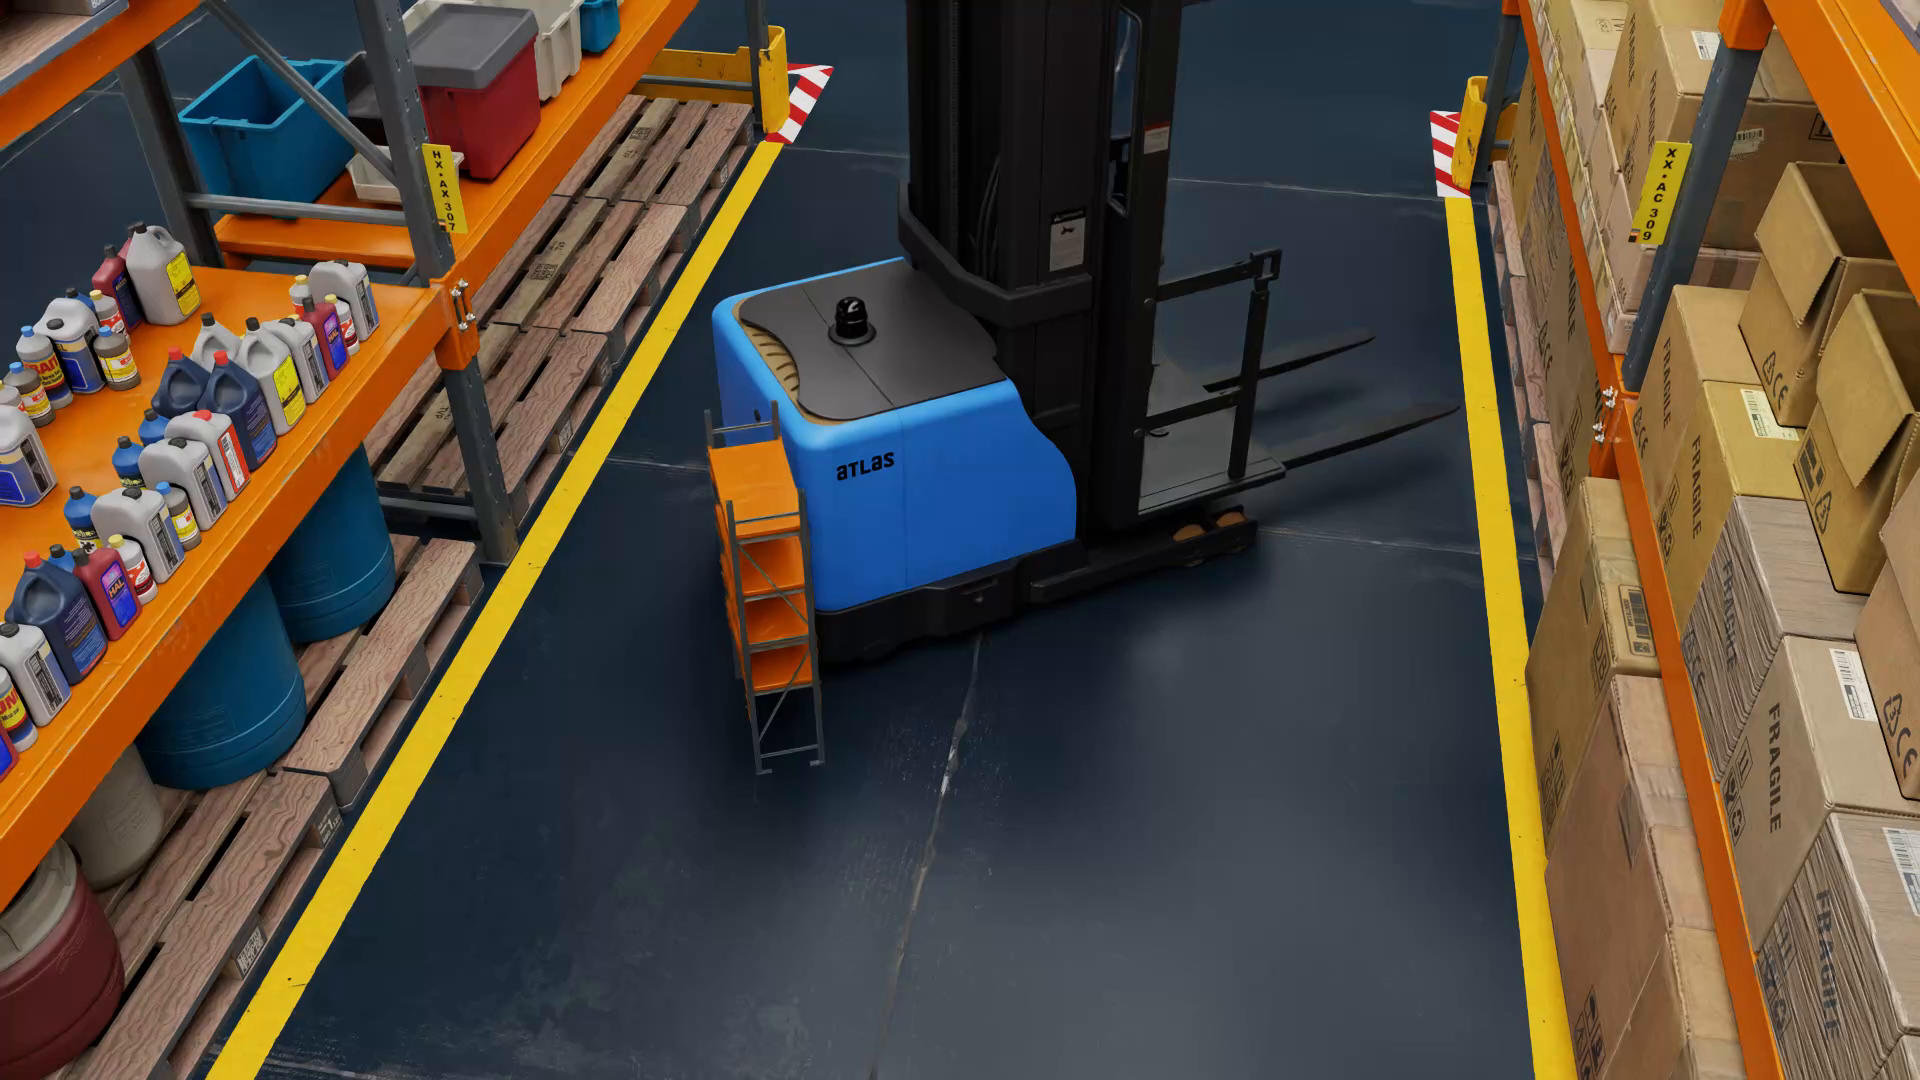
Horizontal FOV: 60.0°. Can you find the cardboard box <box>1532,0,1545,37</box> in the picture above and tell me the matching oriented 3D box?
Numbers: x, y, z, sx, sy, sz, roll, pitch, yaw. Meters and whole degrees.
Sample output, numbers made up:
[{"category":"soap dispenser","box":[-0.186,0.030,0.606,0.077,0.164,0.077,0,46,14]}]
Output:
[{"category":"cardboard box","box":[2.775,-2.333,7.415,0.380,0.149,0.250,6,40,7]}]

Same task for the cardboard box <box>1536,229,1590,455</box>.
[{"category":"cardboard box","box":[2.949,-0.905,6.828,0.875,0.875,0.875,6,40,8]}]

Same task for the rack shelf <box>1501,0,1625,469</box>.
[{"category":"rack shelf","box":[2.947,-1.569,6.859,1.077,0.370,4.000,6,40,8]}]

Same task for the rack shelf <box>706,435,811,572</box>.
[{"category":"rack shelf","box":[-0.650,-0.123,5.341,0.258,0.148,0.480,-9,40,-11]}]

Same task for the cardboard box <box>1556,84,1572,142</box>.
[{"category":"cardboard box","box":[2.598,-1.688,6.635,0.380,0.149,0.250,7,40,8]}]

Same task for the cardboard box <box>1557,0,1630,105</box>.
[{"category":"cardboard box","box":[2.685,-1.917,6.599,0.500,0.250,0.500,6,40,7]}]

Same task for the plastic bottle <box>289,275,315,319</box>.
[{"category":"plastic bottle","box":[-2.154,-0.780,5.495,0.097,0.201,0.097,0,40,0]}]

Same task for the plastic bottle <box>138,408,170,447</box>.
[{"category":"plastic bottle","box":[-2.304,-0.261,4.813,0.097,0.271,0.097,0,40,0]}]

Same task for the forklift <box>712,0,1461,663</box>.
[{"category":"forklift","box":[0.627,-1.313,6.037,3.031,2.935,1.130,-17,42,-19]}]

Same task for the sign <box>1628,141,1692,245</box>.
[{"category":"sign","box":[2.054,-1.016,4.883,0.100,0.325,0.005,6,40,8]}]

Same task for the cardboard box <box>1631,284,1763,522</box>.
[{"category":"cardboard box","box":[2.275,-0.369,4.764,0.500,0.500,0.500,7,40,8]}]

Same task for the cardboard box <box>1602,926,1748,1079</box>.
[{"category":"cardboard box","box":[2.210,1.587,3.815,1.225,0.875,0.875,7,40,8]}]

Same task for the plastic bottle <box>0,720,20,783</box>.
[{"category":"plastic bottle","box":[-2.332,0.462,3.929,0.061,0.283,0.133,6,40,8]}]

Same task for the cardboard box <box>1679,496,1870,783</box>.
[{"category":"cardboard box","box":[2.102,0.261,4.002,0.500,0.500,0.500,6,40,7]}]

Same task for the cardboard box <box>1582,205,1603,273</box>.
[{"category":"cardboard box","box":[2.420,-1.045,5.857,0.380,0.149,0.250,6,40,7]}]

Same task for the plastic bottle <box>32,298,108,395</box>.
[{"category":"plastic bottle","box":[-2.796,-0.612,5.233,0.152,0.276,0.135,6,40,8]}]

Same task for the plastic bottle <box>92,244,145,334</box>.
[{"category":"plastic bottle","box":[-2.784,-0.826,5.486,0.061,0.283,0.133,6,40,8]}]

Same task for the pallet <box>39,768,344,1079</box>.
[{"category":"pallet","box":[-2.661,1.185,5.151,1.003,0.211,1.213,6,40,8]}]

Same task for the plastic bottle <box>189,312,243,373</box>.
[{"category":"plastic bottle","box":[-2.256,-0.521,5.065,0.144,0.351,0.185,6,40,8]}]

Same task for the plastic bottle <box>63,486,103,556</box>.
[{"category":"plastic bottle","box":[-2.367,-0.031,4.535,0.097,0.271,0.097,0,40,0]}]

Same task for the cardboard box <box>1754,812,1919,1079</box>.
[{"category":"cardboard box","box":[1.928,0.905,3.223,0.500,0.500,0.500,5,40,6]}]

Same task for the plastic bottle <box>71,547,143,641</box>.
[{"category":"plastic bottle","box":[-2.236,0.116,4.347,0.061,0.283,0.133,6,40,8]}]

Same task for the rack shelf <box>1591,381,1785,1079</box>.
[{"category":"rack shelf","box":[2.254,0.941,3.822,1.077,0.370,4.000,6,40,8]}]

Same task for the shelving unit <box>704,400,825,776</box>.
[{"category":"shelving unit","box":[-0.650,0.180,5.591,0.258,1.200,0.503,-9,40,-11]}]

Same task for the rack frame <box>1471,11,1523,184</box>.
[{"category":"rack frame","box":[3.293,-3.102,8.148,1.000,3.000,0.127,6,40,8]}]

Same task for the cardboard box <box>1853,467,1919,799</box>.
[{"category":"cardboard box","box":[2.276,0.206,3.281,0.797,0.503,0.637,8,40,9]}]

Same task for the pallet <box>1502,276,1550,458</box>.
[{"category":"pallet","box":[3.018,-0.753,7.495,1.003,0.211,1.213,6,40,8]}]

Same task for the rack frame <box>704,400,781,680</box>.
[{"category":"rack frame","box":[-0.711,0.029,5.773,0.240,1.200,0.015,-9,40,-11]}]

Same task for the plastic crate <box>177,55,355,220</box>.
[{"category":"plastic crate","box":[-2.533,-1.485,6.158,0.392,0.384,0.575,6,40,8]}]

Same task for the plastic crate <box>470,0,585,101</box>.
[{"category":"plastic crate","box":[-1.832,-2.053,6.925,0.437,0.282,0.530,6,40,8]}]

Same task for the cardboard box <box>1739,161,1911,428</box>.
[{"category":"cardboard box","box":[2.498,-0.615,4.274,0.797,0.503,0.637,5,40,7]}]

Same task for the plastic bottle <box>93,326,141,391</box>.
[{"category":"plastic bottle","box":[-2.670,-0.581,5.254,0.097,0.201,0.097,0,40,0]}]

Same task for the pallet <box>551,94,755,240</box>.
[{"category":"pallet","box":[-1.766,-2.060,9.076,1.003,0.211,1.213,6,40,8]}]

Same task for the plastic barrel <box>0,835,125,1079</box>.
[{"category":"plastic barrel","box":[-2.707,1.123,4.601,0.600,0.588,0.708,6,40,8]}]

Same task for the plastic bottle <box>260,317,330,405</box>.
[{"category":"plastic bottle","box":[-2.091,-0.577,5.192,0.152,0.276,0.135,6,40,8]}]

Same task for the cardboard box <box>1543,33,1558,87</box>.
[{"category":"cardboard box","box":[2.686,-2.011,7.026,0.380,0.149,0.250,6,40,7]}]

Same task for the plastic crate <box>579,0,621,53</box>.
[{"category":"plastic crate","box":[-1.688,-2.289,7.249,0.416,0.233,0.300,6,40,8]}]

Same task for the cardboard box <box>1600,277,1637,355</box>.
[{"category":"cardboard box","box":[2.331,-0.722,5.466,0.380,0.149,0.250,7,40,8]}]

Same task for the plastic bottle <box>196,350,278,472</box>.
[{"category":"plastic bottle","box":[-2.146,-0.390,4.906,0.144,0.351,0.185,6,40,8]}]

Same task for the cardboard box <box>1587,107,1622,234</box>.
[{"category":"cardboard box","box":[2.506,-1.279,5.828,0.500,0.250,0.500,8,40,9]}]

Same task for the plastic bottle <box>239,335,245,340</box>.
[{"category":"plastic bottle","box":[-2.217,-0.551,5.218,0.097,0.201,0.097,0,40,0]}]

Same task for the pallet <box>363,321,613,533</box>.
[{"category":"pallet","box":[-2.189,-0.529,7.224,1.003,0.211,1.213,6,40,8]}]

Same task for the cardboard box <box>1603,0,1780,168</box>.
[{"category":"cardboard box","box":[2.508,-1.569,5.590,0.500,0.500,0.500,7,40,8]}]

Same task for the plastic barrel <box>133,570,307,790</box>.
[{"category":"plastic barrel","box":[-2.511,0.293,5.358,0.600,0.901,0.708,6,40,8]}]

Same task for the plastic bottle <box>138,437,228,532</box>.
[{"category":"plastic bottle","box":[-2.201,-0.177,4.707,0.152,0.276,0.135,6,40,8]}]

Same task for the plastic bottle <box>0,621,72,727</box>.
[{"category":"plastic bottle","box":[-2.337,0.314,4.113,0.152,0.276,0.135,6,40,8]}]

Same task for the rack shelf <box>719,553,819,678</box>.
[{"category":"rack shelf","box":[-0.650,0.232,5.634,0.258,0.148,0.480,-9,40,-11]}]

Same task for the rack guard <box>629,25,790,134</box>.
[{"category":"rack guard","box":[-1.594,-2.701,9.625,1.175,0.500,0.348,6,40,8]}]

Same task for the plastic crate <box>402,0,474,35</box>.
[{"category":"plastic crate","box":[-2.272,-2.185,7.199,0.293,0.136,0.466,6,40,8]}]

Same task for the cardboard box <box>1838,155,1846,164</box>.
[{"category":"cardboard box","box":[2.935,-1.210,5.155,0.500,0.500,0.500,6,40,8]}]

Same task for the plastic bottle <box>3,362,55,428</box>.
[{"category":"plastic bottle","box":[-2.860,-0.452,5.099,0.097,0.201,0.097,0,40,0]}]

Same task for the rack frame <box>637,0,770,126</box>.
[{"category":"rack frame","box":[-1.585,-3.648,8.808,1.000,3.000,0.127,6,40,8]}]

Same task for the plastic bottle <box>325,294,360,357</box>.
[{"category":"plastic bottle","box":[-2.021,-0.702,5.401,0.097,0.201,0.097,0,40,0]}]
